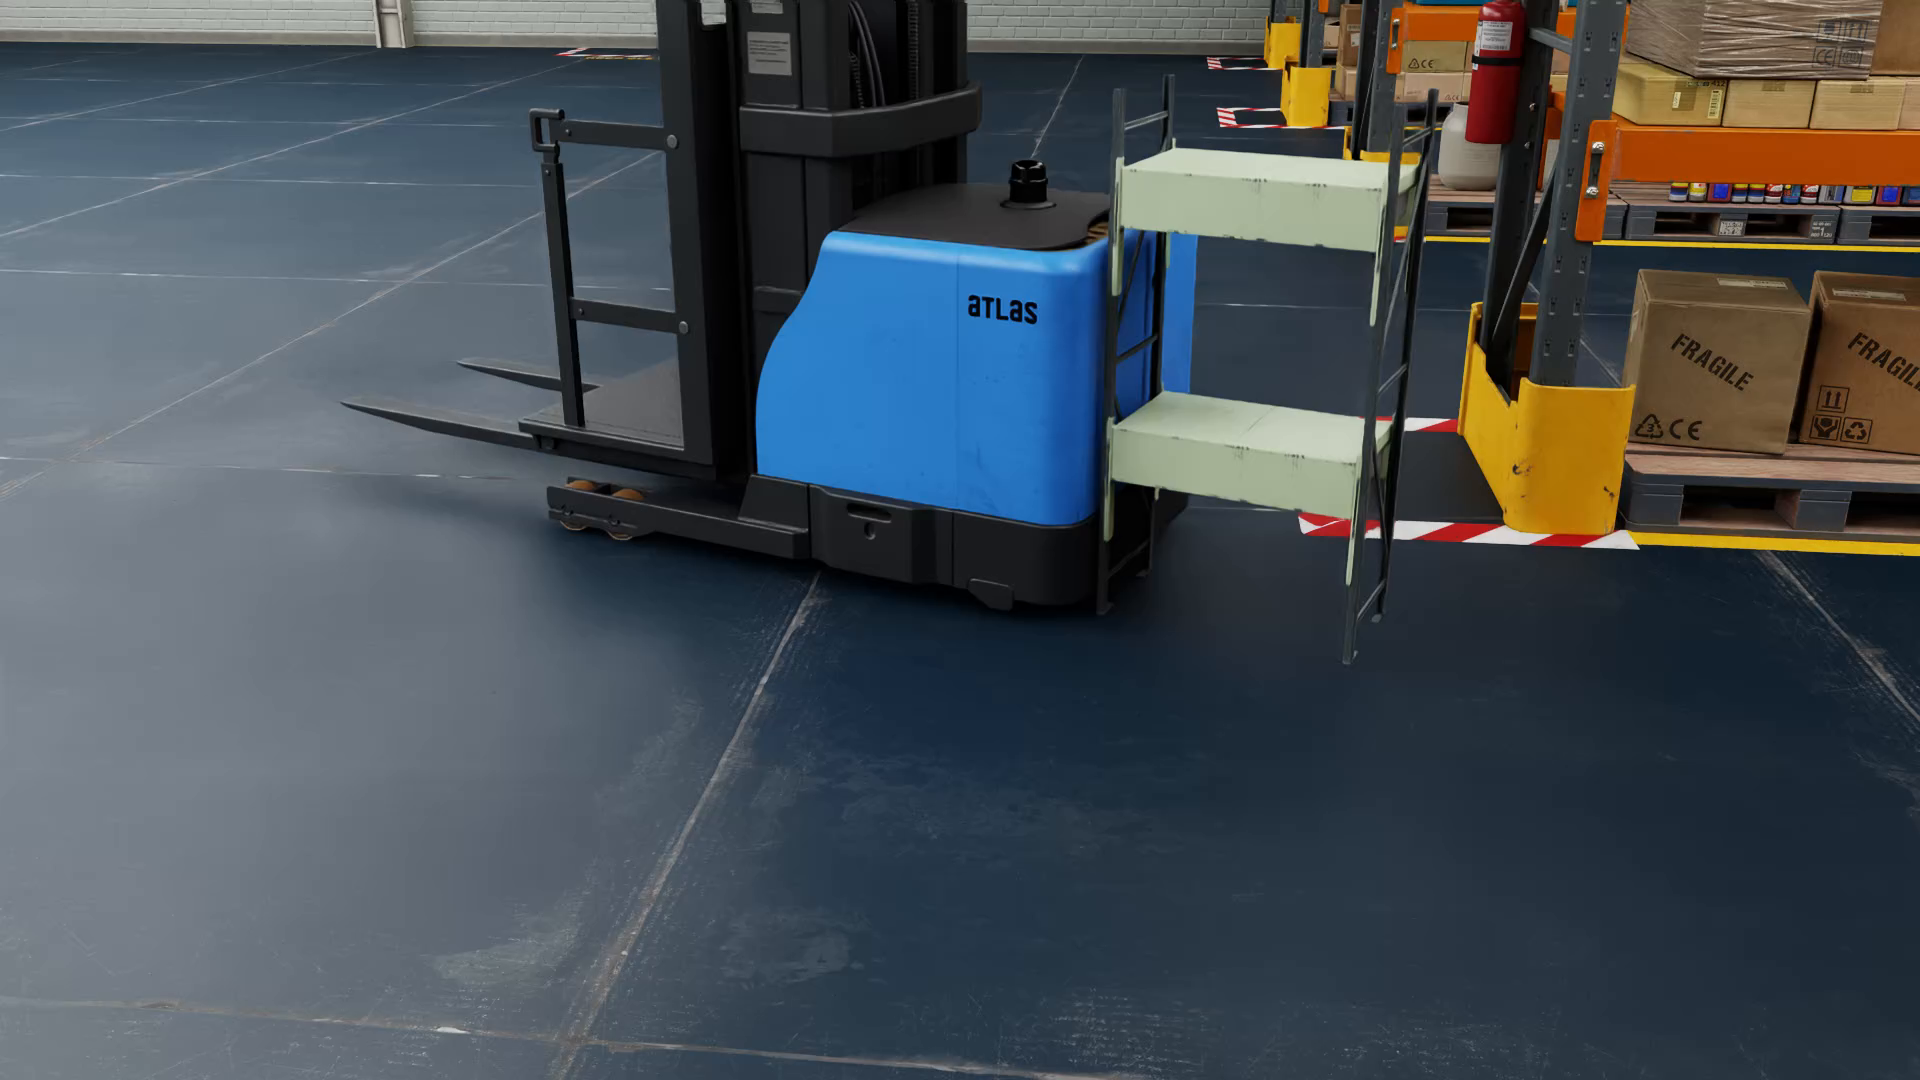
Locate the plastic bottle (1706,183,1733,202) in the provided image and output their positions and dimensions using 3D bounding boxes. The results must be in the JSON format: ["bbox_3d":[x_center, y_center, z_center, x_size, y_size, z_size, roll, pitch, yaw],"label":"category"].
[{"bbox_3d":[4.555,-2.170,9.946,0.133,0.283,0.061,3,22,7],"label":"plastic bottle"}]

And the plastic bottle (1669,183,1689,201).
[{"bbox_3d":[4.332,-2.181,9.990,0.097,0.271,0.097,0,22,0],"label":"plastic bottle"}]

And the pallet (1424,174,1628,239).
[{"bbox_3d":[3.456,-2.118,10.509,1.213,0.211,1.003,2,22,6],"label":"pallet"}]

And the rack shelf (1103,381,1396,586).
[{"bbox_3d":[0.826,-0.176,4.732,0.720,0.370,0.431,11,24,25],"label":"rack shelf"}]

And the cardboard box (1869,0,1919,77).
[{"bbox_3d":[3.039,-1.802,5.378,0.500,0.500,0.875,2,22,6],"label":"cardboard box"}]

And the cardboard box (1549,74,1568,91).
[{"bbox_3d":[5.151,-3.993,14.628,0.500,0.250,0.500,2,22,6],"label":"cardboard box"}]

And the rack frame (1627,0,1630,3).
[{"bbox_3d":[7.707,-6.882,18.766,0.127,3.000,1.000,2,22,6],"label":"rack frame"}]

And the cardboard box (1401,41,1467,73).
[{"bbox_3d":[4.158,-4.386,14.602,0.500,0.500,0.500,2,22,6],"label":"cardboard box"}]

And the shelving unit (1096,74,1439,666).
[{"bbox_3d":[0.826,-0.479,4.612,0.755,1.500,0.431,11,24,25],"label":"shelving unit"}]

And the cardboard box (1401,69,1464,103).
[{"bbox_3d":[4.158,-4.038,14.742,0.500,0.250,0.500,2,22,6],"label":"cardboard box"}]

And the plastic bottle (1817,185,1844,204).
[{"bbox_3d":[5.195,-2.156,9.919,0.135,0.276,0.152,3,22,7],"label":"plastic bottle"}]

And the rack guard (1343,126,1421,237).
[{"bbox_3d":[2.649,-2.289,10.550,0.348,0.500,1.175,2,22,6],"label":"rack guard"}]

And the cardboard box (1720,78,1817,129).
[{"bbox_3d":[2.486,-1.395,5.231,0.250,0.149,0.380,2,22,6],"label":"cardboard box"}]

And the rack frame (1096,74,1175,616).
[{"bbox_3d":[0.500,-0.541,4.768,0.023,1.500,0.400,11,24,25],"label":"rack frame"}]

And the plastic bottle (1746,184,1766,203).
[{"bbox_3d":[4.772,-2.162,9.941,0.097,0.271,0.097,0,22,0],"label":"plastic bottle"}]

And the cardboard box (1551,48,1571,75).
[{"bbox_3d":[5.151,-4.341,14.489,0.500,0.500,0.500,2,22,6],"label":"cardboard box"}]

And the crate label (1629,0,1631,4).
[{"bbox_3d":[4.428,-3.473,10.097,0.616,0.435,0.502,2,22,6],"label":"crate label"}]

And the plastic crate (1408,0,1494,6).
[{"bbox_3d":[3.101,-3.456,10.304,0.616,0.251,0.499,2,22,6],"label":"plastic crate"}]

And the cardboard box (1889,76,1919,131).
[{"bbox_3d":[2.984,-1.376,5.181,0.250,0.149,0.380,2,22,6],"label":"cardboard box"}]

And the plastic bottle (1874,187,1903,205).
[{"bbox_3d":[5.510,-2.129,9.840,0.133,0.283,0.061,4,22,10],"label":"plastic bottle"}]

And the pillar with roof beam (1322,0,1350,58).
[{"bbox_3d":[4.025,-8.558,14.848,0.400,9.000,9.100,2,22,6],"label":"pillar with roof beam"}]

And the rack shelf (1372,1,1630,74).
[{"bbox_3d":[4.554,-3.017,9.968,4.000,0.370,1.077,2,22,6],"label":"rack shelf"}]

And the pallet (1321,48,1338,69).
[{"bbox_3d":[4.612,-5.707,19.587,1.213,0.211,1.003,2,22,6],"label":"pallet"}]

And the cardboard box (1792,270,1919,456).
[{"bbox_3d":[3.201,-0.616,5.746,0.500,0.500,0.500,8,23,20],"label":"cardboard box"}]

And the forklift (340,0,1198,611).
[{"bbox_3d":[-0.790,-1.520,5.297,3.031,2.935,1.130,11,24,25],"label":"forklift"}]

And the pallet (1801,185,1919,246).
[{"bbox_3d":[5.879,-2.012,10.242,1.213,0.211,1.003,2,22,6],"label":"pallet"}]

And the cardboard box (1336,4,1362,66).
[{"bbox_3d":[3.723,-4.597,15.136,0.500,0.500,0.500,2,22,6],"label":"cardboard box"}]

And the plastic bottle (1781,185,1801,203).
[{"bbox_3d":[4.973,-2.153,9.919,0.097,0.271,0.097,0,22,0],"label":"plastic bottle"}]

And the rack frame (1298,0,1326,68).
[{"bbox_3d":[3.155,-5.246,14.629,0.127,3.000,1.000,2,22,6],"label":"rack frame"}]

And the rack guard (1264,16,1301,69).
[{"bbox_3d":[3.810,-5.889,19.655,0.348,0.500,1.175,2,22,6],"label":"rack guard"}]

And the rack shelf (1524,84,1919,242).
[{"bbox_3d":[3.972,-1.208,5.394,4.000,0.370,1.077,2,22,6],"label":"rack shelf"}]

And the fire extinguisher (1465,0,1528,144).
[{"bbox_3d":[1.926,-1.766,5.933,0.183,0.674,0.296,2,22,6],"label":"fire extinguisher"}]

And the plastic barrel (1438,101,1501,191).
[{"bbox_3d":[3.231,-2.475,10.434,0.421,0.512,0.421,0,22,0],"label":"plastic barrel"}]
